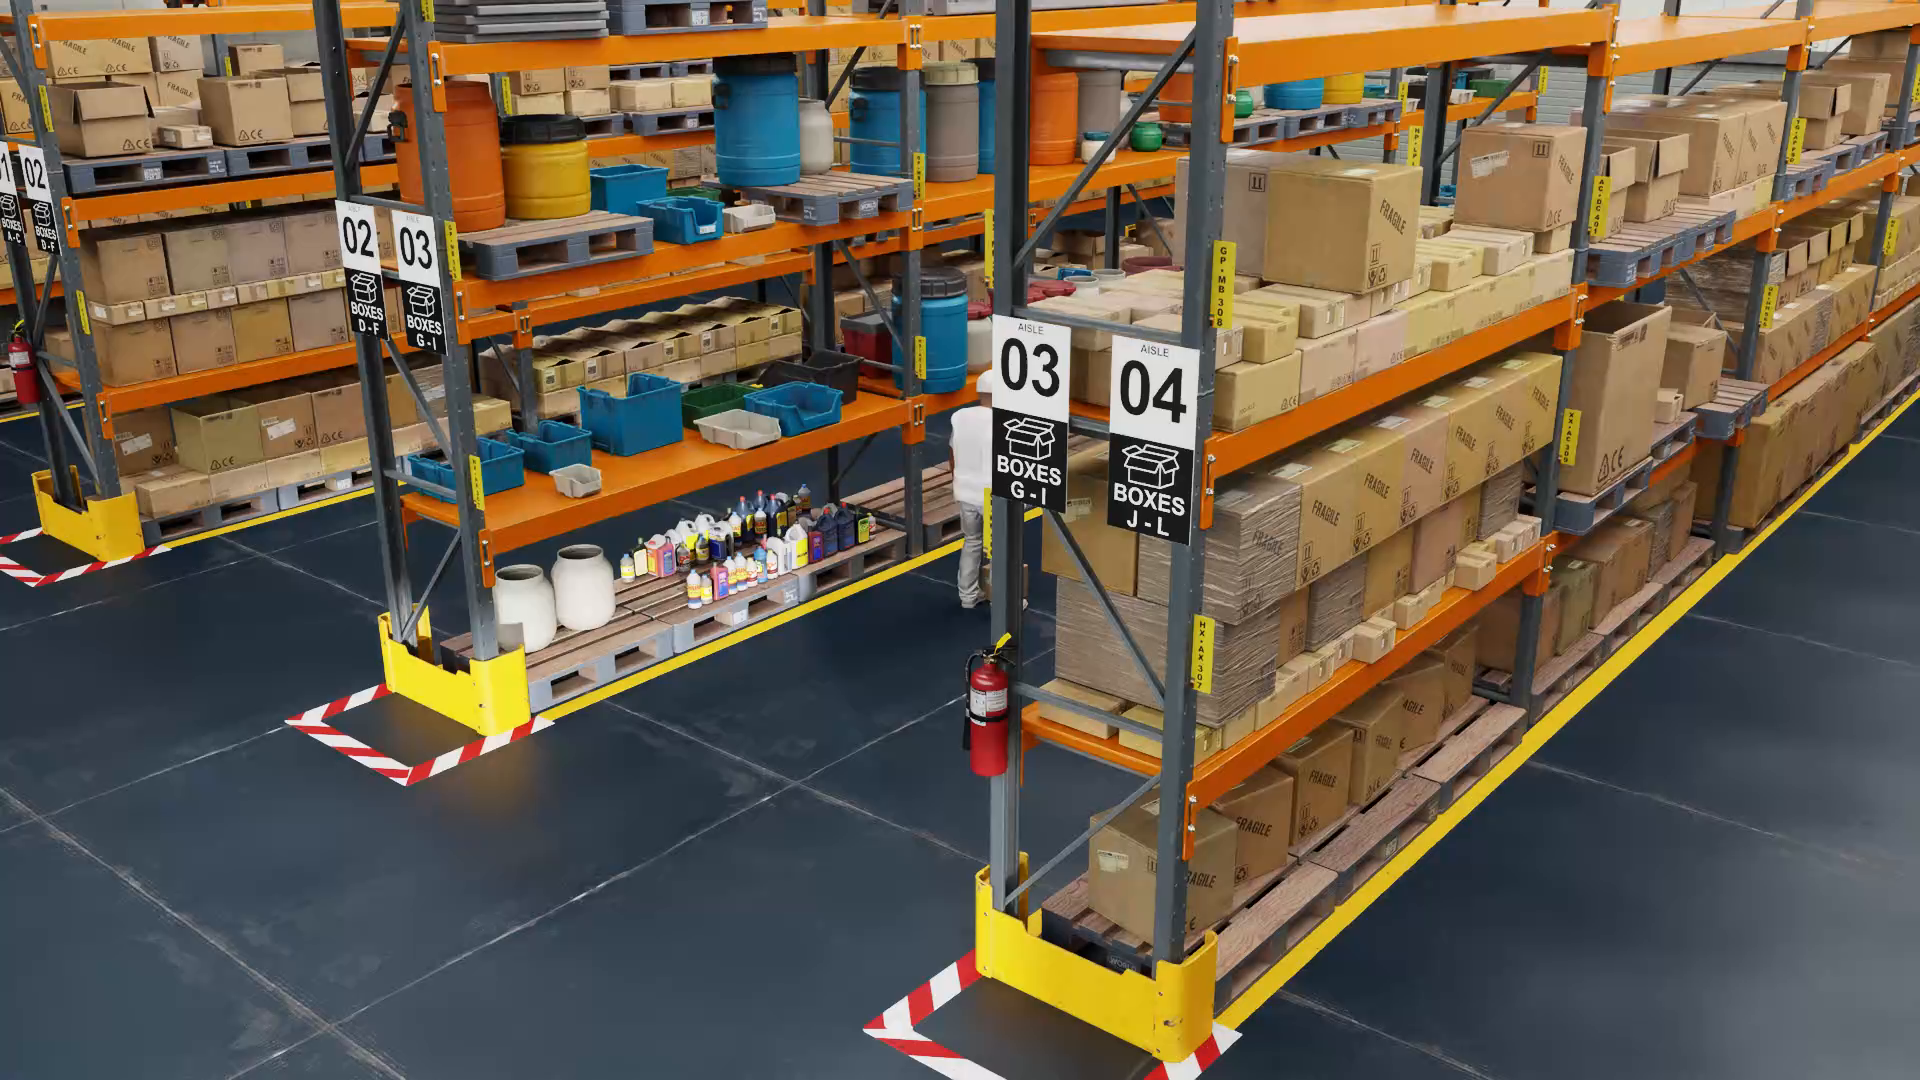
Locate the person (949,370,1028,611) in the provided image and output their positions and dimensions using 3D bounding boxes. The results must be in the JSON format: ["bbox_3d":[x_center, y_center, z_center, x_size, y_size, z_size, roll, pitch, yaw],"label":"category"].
[{"bbox_3d":[0.199,-0.342,11.997,0.619,1.774,0.452,15,25,36],"label":"person"}]
